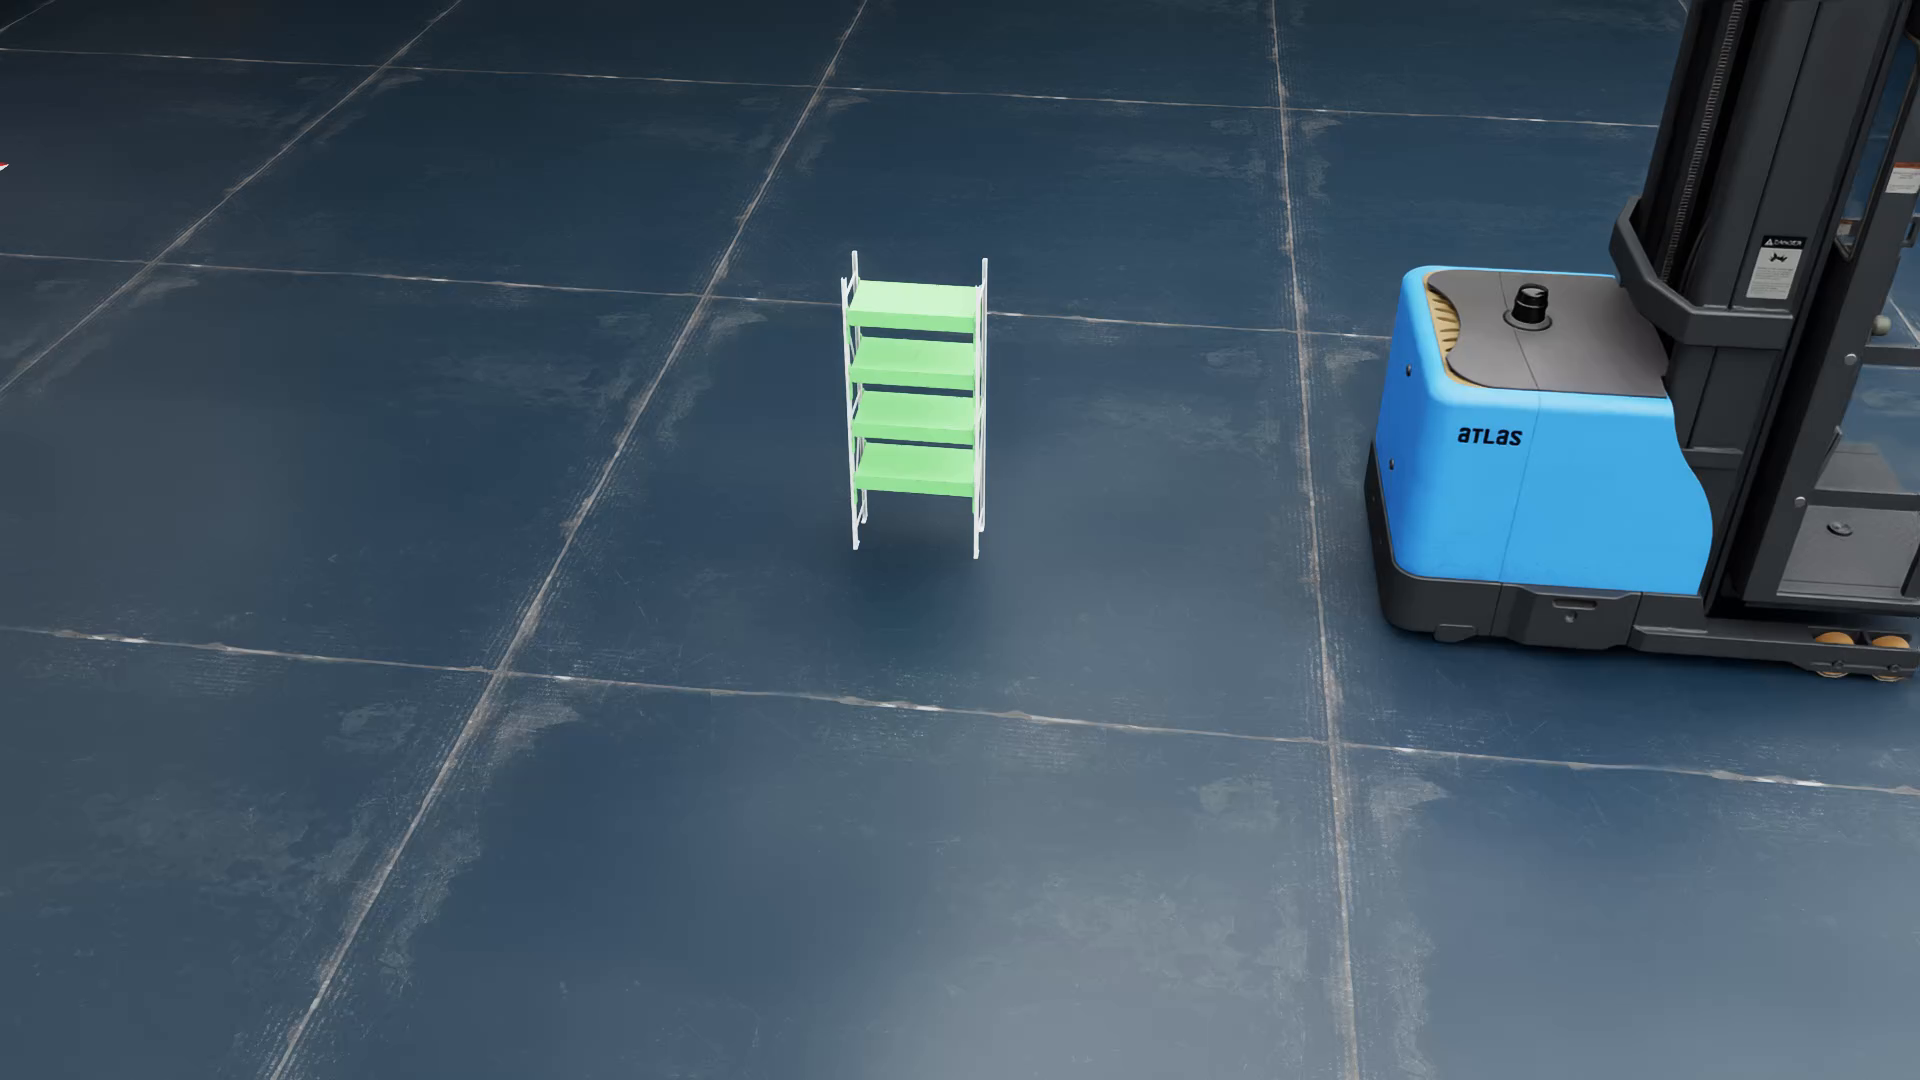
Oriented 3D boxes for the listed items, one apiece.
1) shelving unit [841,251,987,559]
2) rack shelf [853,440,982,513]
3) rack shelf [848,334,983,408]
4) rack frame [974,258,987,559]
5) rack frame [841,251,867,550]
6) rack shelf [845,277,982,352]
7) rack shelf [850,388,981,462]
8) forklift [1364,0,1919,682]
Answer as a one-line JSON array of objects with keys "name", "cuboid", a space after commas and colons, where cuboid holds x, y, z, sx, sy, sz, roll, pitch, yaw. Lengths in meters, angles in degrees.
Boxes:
[{"name": "shelving unit", "cuboid": [-0.164, -0.501, 6.419, 0.503, 1.200, 0.258, 4, 36, 6]}, {"name": "rack shelf", "cuboid": [-0.164, -0.253, 6.595, 0.480, 0.148, 0.258, 4, 36, 6]}, {"name": "rack shelf", "cuboid": [-0.164, -0.644, 6.316, 0.480, 0.148, 0.258, 4, 36, 6]}, {"name": "rack frame", "cuboid": [0.078, -0.483, 6.393, 0.015, 1.200, 0.240, 4, 36, 6]}, {"name": "rack frame", "cuboid": [-0.406, -0.519, 6.444, 0.015, 1.200, 0.240, 4, 36, 6]}, {"name": "rack shelf", "cuboid": [-0.164, -0.839, 6.177, 0.480, 0.148, 0.258, 4, 36, 6]}, {"name": "rack shelf", "cuboid": [-0.164, -0.449, 6.456, 0.480, 0.148, 0.258, 4, 36, 6]}, {"name": "forklift", "cuboid": [3.139, -1.008, 5.639, 3.031, 2.935, 1.130, 4, 36, 5]}]
